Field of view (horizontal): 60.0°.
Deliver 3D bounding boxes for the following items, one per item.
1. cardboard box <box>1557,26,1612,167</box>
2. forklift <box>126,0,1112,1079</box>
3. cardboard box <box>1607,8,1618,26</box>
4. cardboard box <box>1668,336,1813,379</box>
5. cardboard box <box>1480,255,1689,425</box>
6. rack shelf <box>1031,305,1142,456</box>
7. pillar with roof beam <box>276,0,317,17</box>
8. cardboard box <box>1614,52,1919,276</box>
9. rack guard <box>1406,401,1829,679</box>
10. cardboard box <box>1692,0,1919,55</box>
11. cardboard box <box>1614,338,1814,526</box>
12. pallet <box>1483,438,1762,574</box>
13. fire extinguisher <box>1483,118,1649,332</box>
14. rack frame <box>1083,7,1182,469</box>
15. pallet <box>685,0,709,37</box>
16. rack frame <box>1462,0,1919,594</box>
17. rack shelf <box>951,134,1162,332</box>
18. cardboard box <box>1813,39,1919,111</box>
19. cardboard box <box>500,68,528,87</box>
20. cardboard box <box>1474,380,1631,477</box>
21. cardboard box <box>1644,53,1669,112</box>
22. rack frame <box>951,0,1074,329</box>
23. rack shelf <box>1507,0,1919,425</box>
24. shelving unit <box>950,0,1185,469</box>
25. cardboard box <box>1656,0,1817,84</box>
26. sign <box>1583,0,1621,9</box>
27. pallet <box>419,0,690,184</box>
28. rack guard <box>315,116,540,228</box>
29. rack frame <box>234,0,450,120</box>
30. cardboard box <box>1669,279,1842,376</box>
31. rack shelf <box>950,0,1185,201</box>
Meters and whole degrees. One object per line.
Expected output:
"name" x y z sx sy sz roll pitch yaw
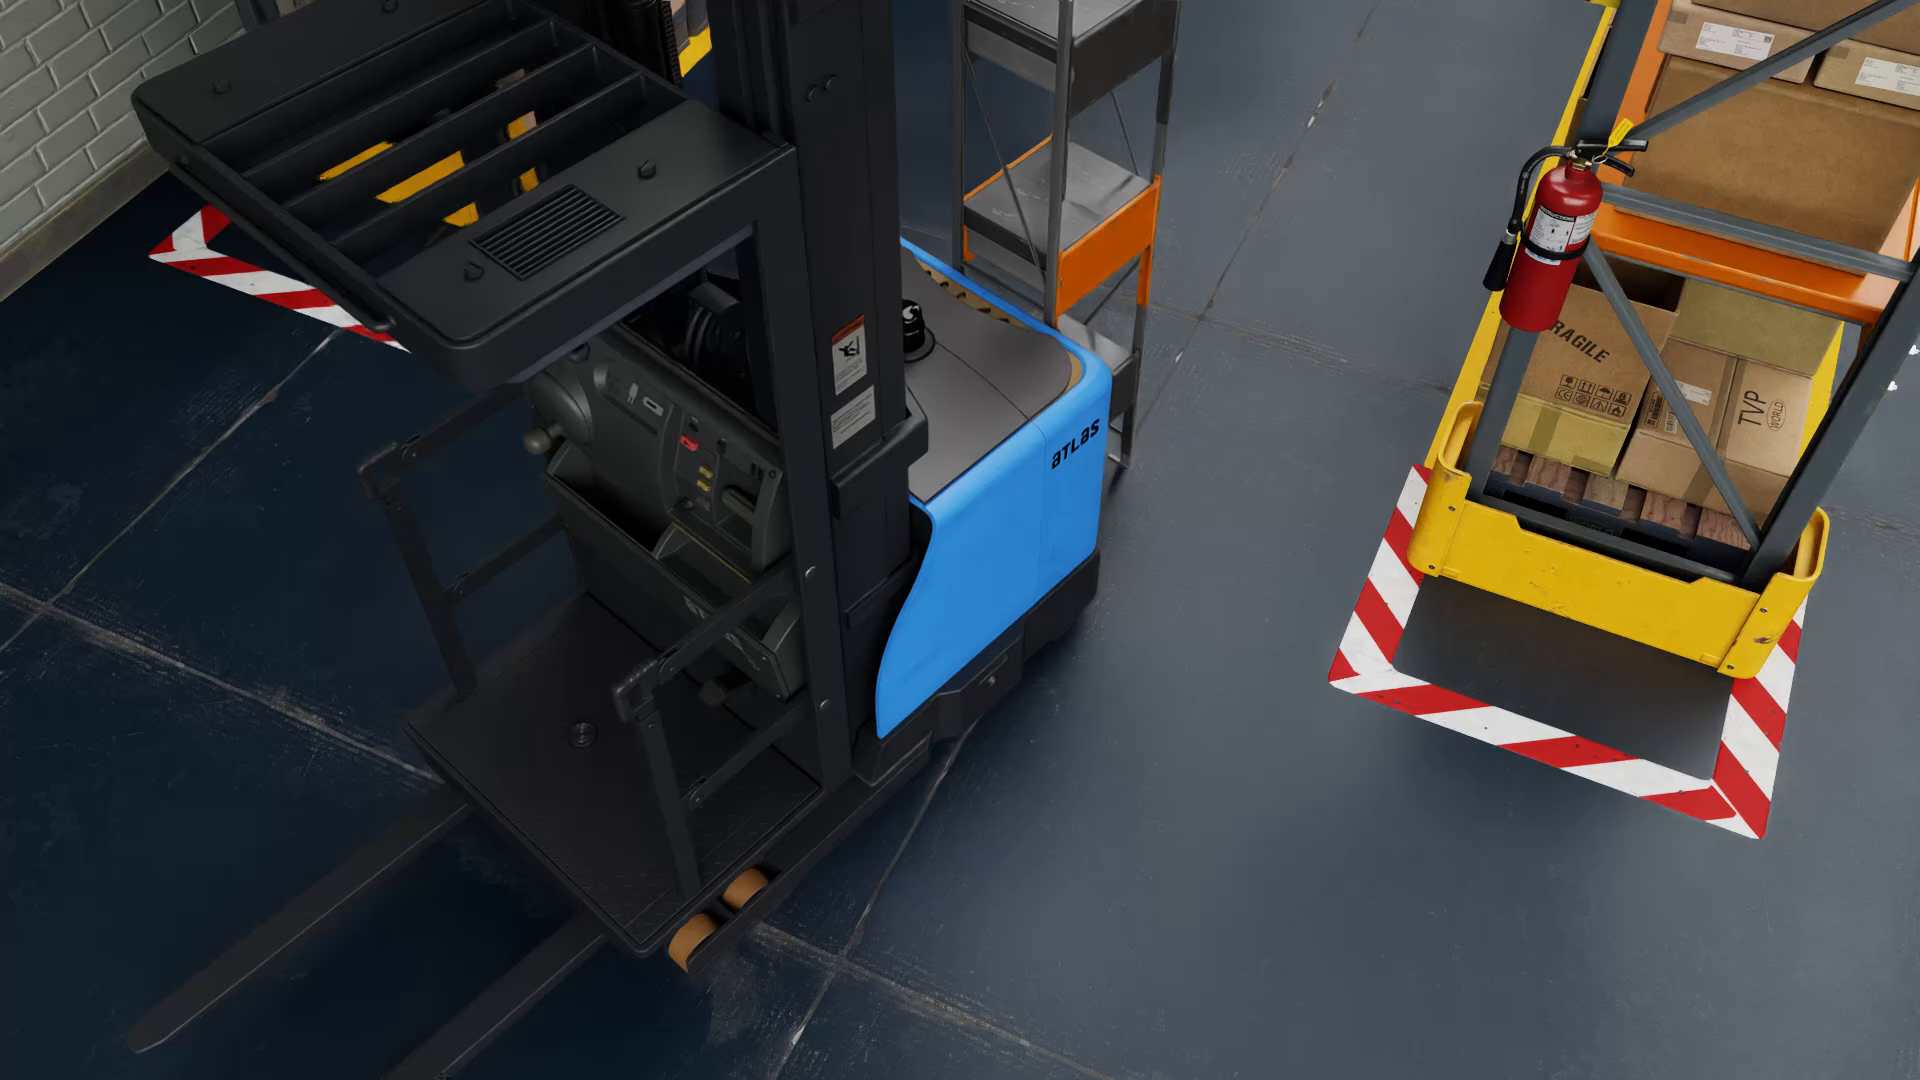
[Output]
"cardboard box" 2.495 -1.479 6.076 0.500 0.500 0.500 20 52 16
"forklift" -0.913 -0.176 3.976 1.130 2.935 3.031 35 58 26
"cardboard box" 2.709 -1.823 6.369 0.500 0.500 0.500 20 52 16
"cardboard box" 2.761 -0.719 5.922 0.500 0.250 0.500 20 52 16
"cardboard box" 2.081 -0.786 5.486 0.500 0.500 0.500 20 52 16
"rack shelf" 0.292 -0.439 5.682 0.431 0.518 0.480 34 58 26
"pillar with roof beam" 1.049 -3.748 3.030 9.100 9.000 0.400 20 52 16
"cardboard box" 2.332 -1.181 4.720 0.700 0.500 0.500 20 52 16
"rack guard" 2.110 -0.005 5.426 1.175 0.500 0.348 20 52 16
"cardboard box" 2.354 -1.638 4.257 0.700 0.500 0.500 20 52 16
"cardboard box" 2.551 -0.374 5.628 0.500 0.250 0.500 20 52 16
"pallet" 2.409 -0.468 6.010 1.003 0.211 1.213 20 52 16
"fire extinguisher" 1.650 -0.876 4.577 0.296 0.674 0.183 20 52 16
"rack frame" 0.455 -1.040 5.256 0.400 2.100 0.015 34 58 26
"pallet" -1.426 -2.975 8.142 1.003 0.211 1.213 20 52 16
"rack frame" 2.121 -0.832 4.488 1.000 3.000 0.127 20 52 16
"rack shelf" 0.292 -0.892 5.149 0.431 0.518 0.480 34 58 26
"cardboard box" 2.483 -1.274 4.373 0.380 0.149 0.250 19 52 16
"cardboard box" -1.983 -2.159 7.094 0.500 0.311 0.500 14 51 12
"cardboard box" 2.082 -0.542 5.771 0.500 0.250 0.500 20 52 16
"cardboard box" 2.552 -1.545 5.029 0.700 0.500 0.500 21 53 17
"rack frame" 0.130 -0.763 5.020 0.400 2.100 0.015 34 58 26
"rack shelf" 2.975 -1.976 5.934 1.077 0.370 4.000 20 52 16
"shelving unit" 0.292 -0.901 5.138 0.431 2.100 0.503 34 58 26
"cardboard box" 2.111 -1.399 4.480 0.380 0.149 0.250 19 52 15
"sign" 1.636 -1.470 4.115 0.100 0.325 0.005 20 52 16
"pallet" -1.948 -2.138 7.430 1.003 0.211 1.213 20 52 16
"rack guard" -2.327 -1.683 6.854 1.175 0.500 0.348 20 52 16
"rack frame" -2.360 -2.441 5.857 1.000 3.000 0.127 20 52 16
"cardboard box" 2.763 -0.962 5.636 0.500 0.500 0.500 20 52 16
"rack shelf" 0.292 -1.346 4.615 0.431 0.518 0.480 34 58 26
